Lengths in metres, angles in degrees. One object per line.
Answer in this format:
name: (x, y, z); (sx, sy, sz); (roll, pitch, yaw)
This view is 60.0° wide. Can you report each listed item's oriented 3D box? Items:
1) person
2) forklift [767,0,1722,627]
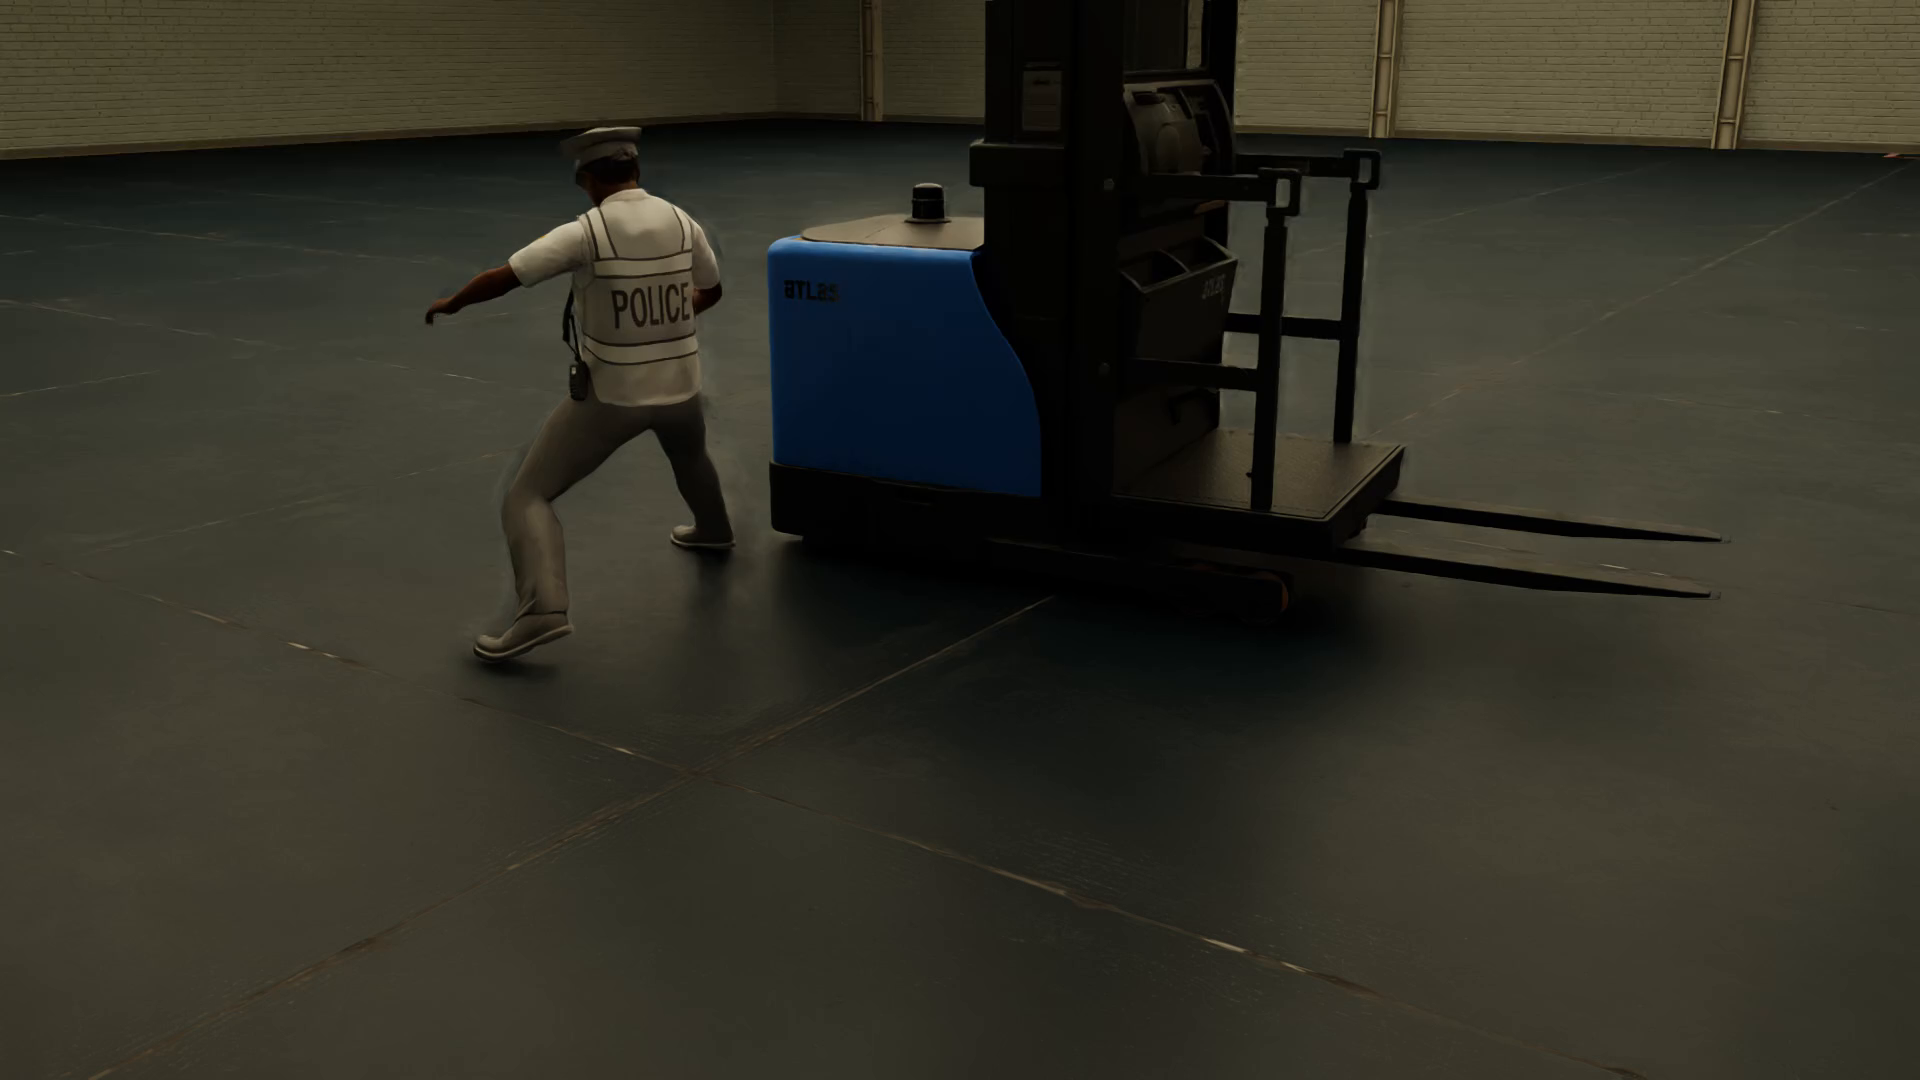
person: (-1.107, -0.512, 5.093); (1.175, 1.472, 0.901); (-14, 21, -38)
forklift: (0.888, -1.314, 5.225); (3.031, 2.935, 1.130); (8, 18, 25)
